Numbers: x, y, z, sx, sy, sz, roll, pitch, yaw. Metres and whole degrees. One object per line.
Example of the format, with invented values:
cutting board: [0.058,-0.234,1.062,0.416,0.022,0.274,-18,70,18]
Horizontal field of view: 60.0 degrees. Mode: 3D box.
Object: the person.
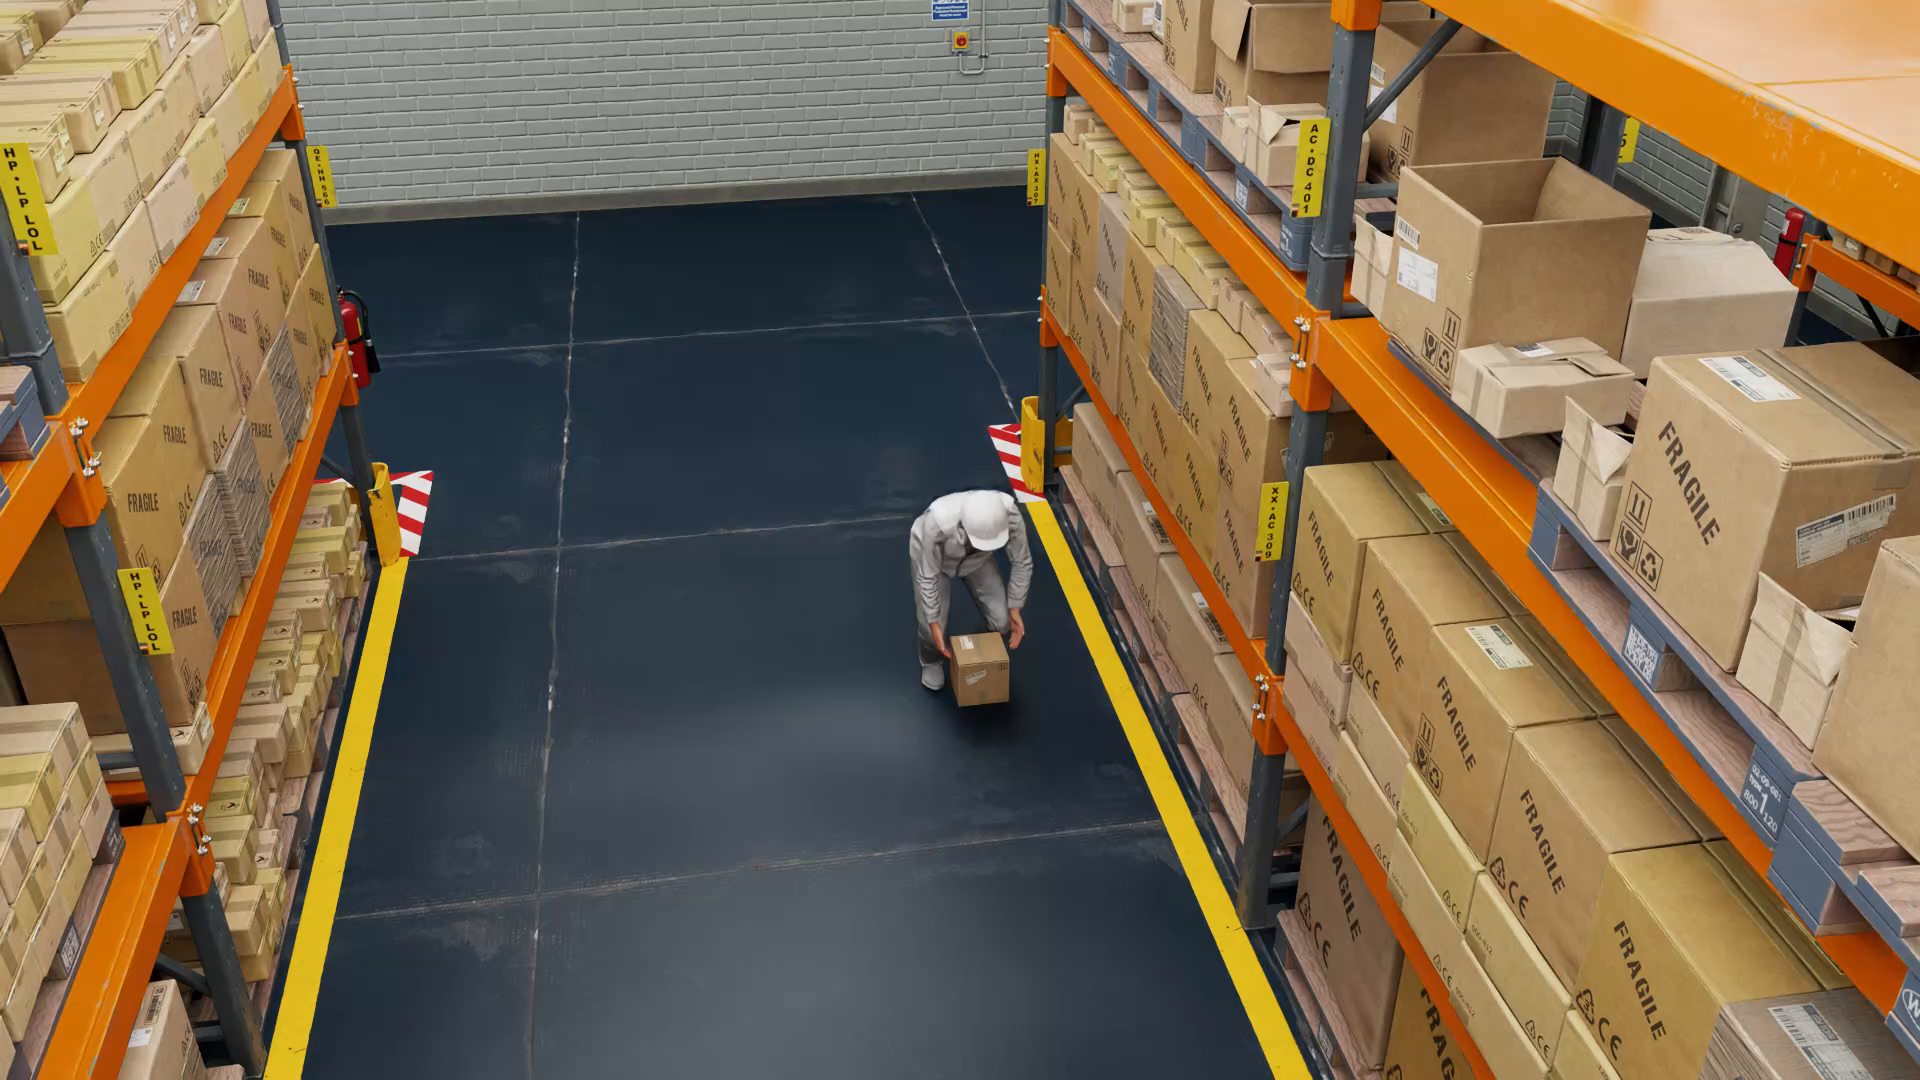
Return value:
person: [0.050,0.185,8.291,0.583,1.276,0.829,-6,31,-9]
